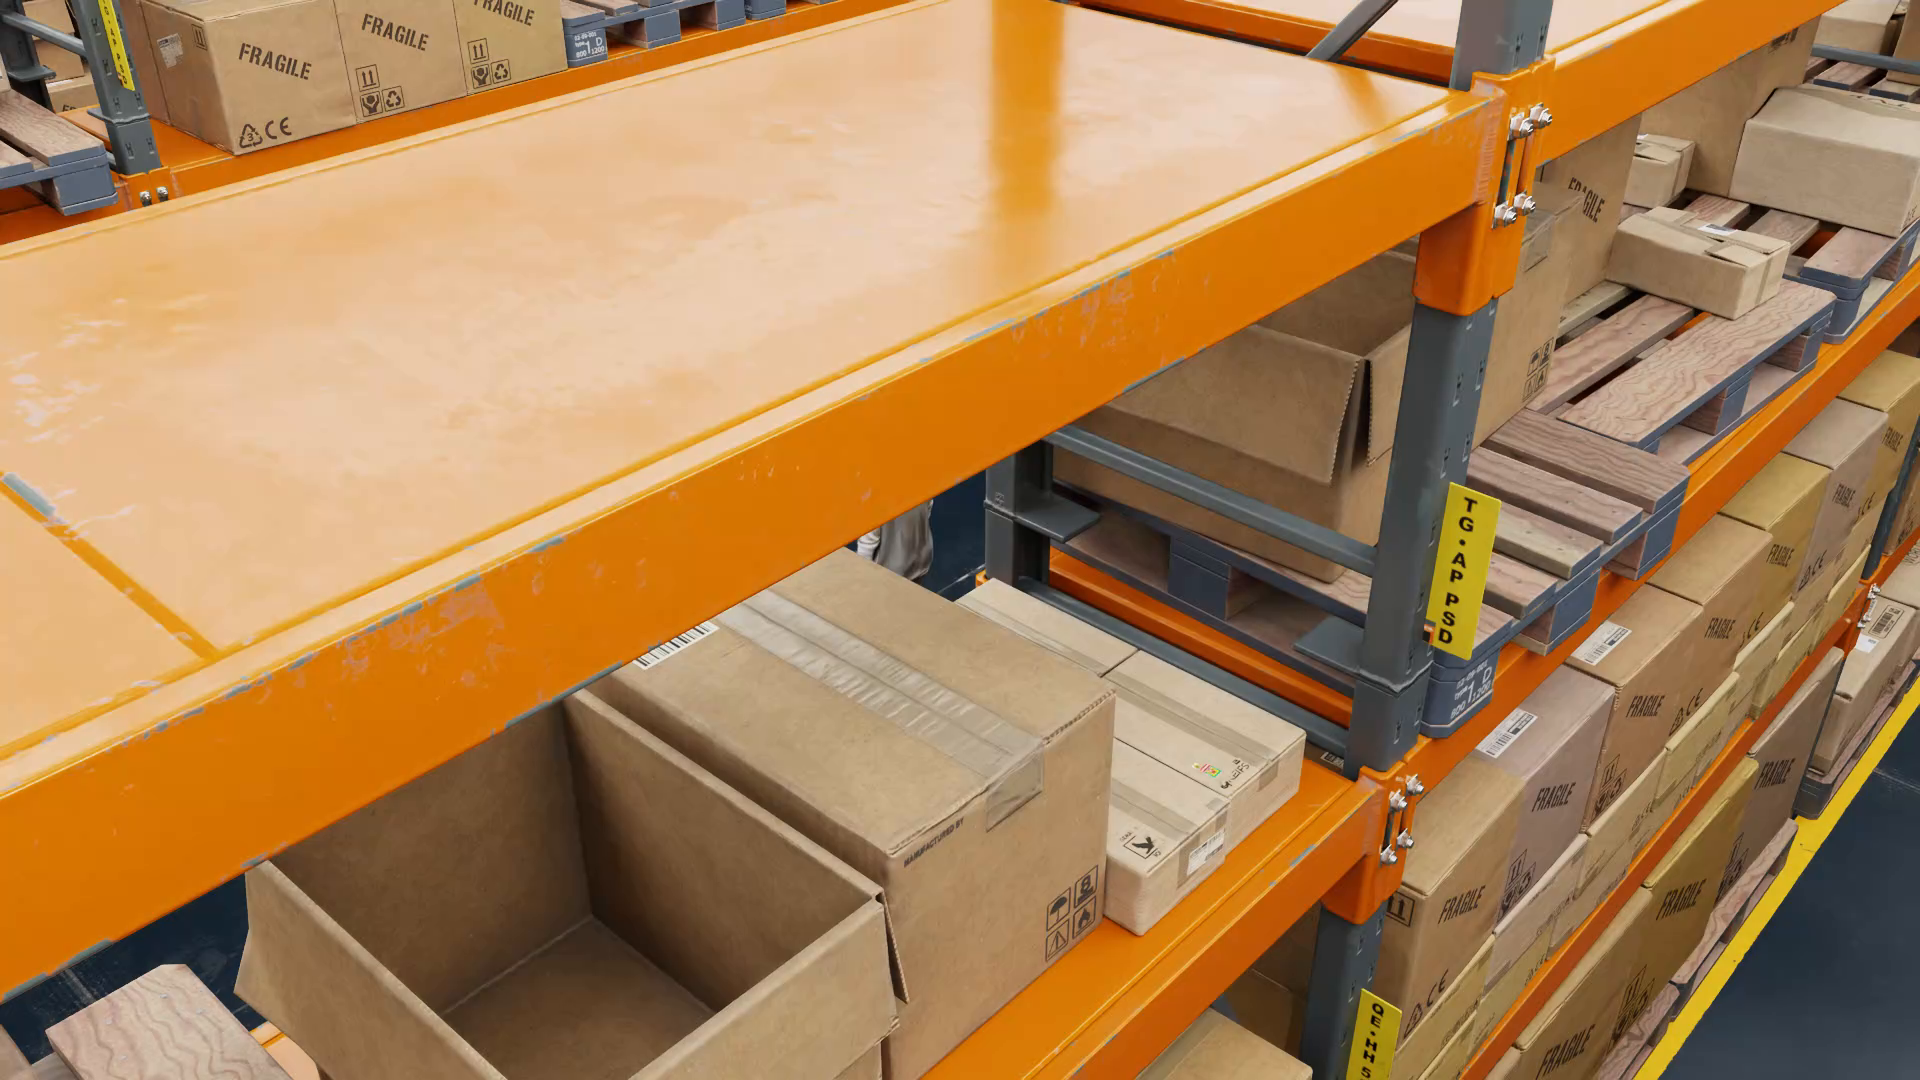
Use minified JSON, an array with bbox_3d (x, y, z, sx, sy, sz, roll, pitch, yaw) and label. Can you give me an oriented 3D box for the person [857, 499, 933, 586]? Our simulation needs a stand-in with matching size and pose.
[{"bbox_3d":[-0.307,0.098,7.489,0.347,1.592,0.473,23,39,33],"label":"person"}]
